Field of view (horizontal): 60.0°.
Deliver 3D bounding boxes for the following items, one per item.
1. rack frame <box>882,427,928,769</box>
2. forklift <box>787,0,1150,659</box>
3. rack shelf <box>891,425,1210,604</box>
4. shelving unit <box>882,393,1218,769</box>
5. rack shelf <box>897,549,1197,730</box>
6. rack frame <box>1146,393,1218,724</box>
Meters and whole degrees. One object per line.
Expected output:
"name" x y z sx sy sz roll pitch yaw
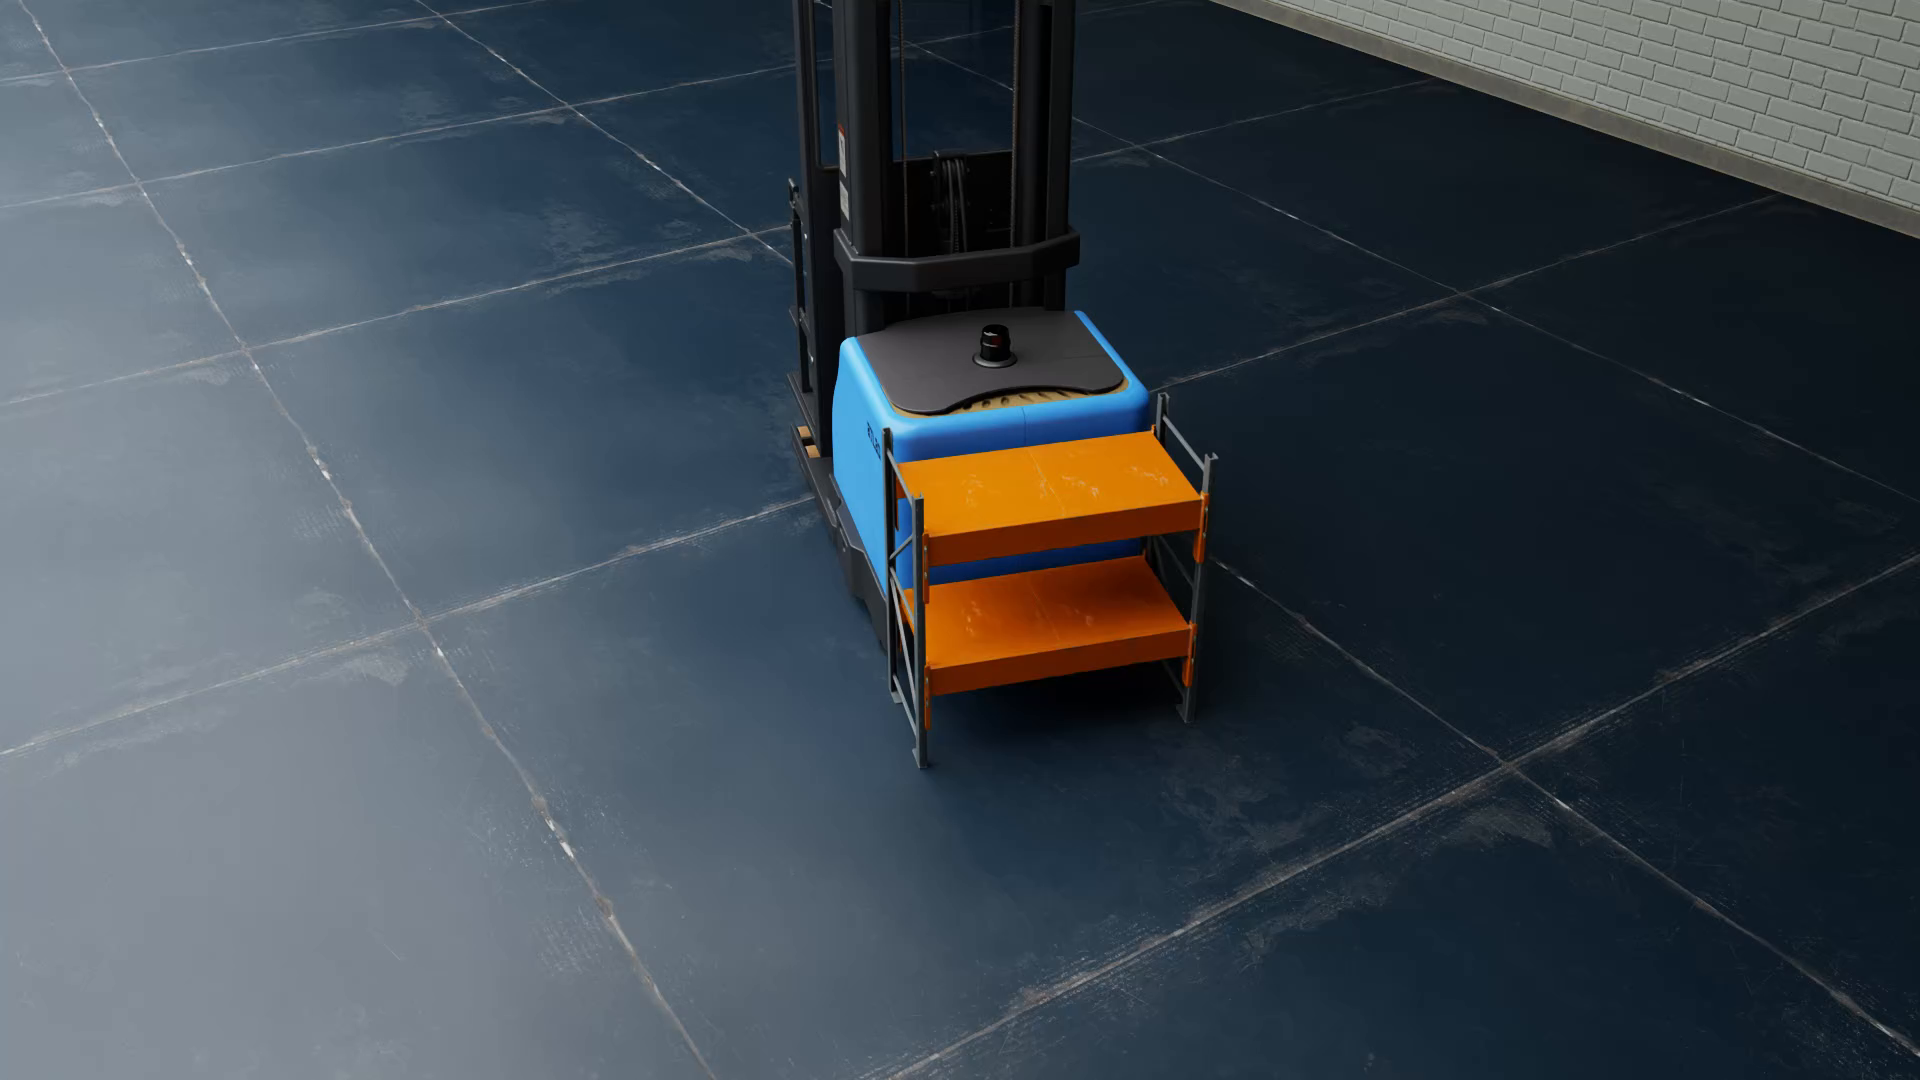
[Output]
"rack frame" -0.194 0.214 5.856 0.032 1.125 0.500 -8 33 -12
"forklift" -0.167 -1.560 6.975 1.130 2.935 3.031 -8 33 -13
"rack shelf" 0.297 -0.103 5.810 1.000 0.278 0.538 -8 33 -12
"shelving unit" 0.297 0.145 5.966 1.048 1.125 0.538 -8 33 -12
"rack shelf" 0.297 0.352 6.096 1.000 0.278 0.538 -8 33 -12
"rack frame" 0.789 0.076 6.075 0.032 1.125 0.500 -8 33 -12
